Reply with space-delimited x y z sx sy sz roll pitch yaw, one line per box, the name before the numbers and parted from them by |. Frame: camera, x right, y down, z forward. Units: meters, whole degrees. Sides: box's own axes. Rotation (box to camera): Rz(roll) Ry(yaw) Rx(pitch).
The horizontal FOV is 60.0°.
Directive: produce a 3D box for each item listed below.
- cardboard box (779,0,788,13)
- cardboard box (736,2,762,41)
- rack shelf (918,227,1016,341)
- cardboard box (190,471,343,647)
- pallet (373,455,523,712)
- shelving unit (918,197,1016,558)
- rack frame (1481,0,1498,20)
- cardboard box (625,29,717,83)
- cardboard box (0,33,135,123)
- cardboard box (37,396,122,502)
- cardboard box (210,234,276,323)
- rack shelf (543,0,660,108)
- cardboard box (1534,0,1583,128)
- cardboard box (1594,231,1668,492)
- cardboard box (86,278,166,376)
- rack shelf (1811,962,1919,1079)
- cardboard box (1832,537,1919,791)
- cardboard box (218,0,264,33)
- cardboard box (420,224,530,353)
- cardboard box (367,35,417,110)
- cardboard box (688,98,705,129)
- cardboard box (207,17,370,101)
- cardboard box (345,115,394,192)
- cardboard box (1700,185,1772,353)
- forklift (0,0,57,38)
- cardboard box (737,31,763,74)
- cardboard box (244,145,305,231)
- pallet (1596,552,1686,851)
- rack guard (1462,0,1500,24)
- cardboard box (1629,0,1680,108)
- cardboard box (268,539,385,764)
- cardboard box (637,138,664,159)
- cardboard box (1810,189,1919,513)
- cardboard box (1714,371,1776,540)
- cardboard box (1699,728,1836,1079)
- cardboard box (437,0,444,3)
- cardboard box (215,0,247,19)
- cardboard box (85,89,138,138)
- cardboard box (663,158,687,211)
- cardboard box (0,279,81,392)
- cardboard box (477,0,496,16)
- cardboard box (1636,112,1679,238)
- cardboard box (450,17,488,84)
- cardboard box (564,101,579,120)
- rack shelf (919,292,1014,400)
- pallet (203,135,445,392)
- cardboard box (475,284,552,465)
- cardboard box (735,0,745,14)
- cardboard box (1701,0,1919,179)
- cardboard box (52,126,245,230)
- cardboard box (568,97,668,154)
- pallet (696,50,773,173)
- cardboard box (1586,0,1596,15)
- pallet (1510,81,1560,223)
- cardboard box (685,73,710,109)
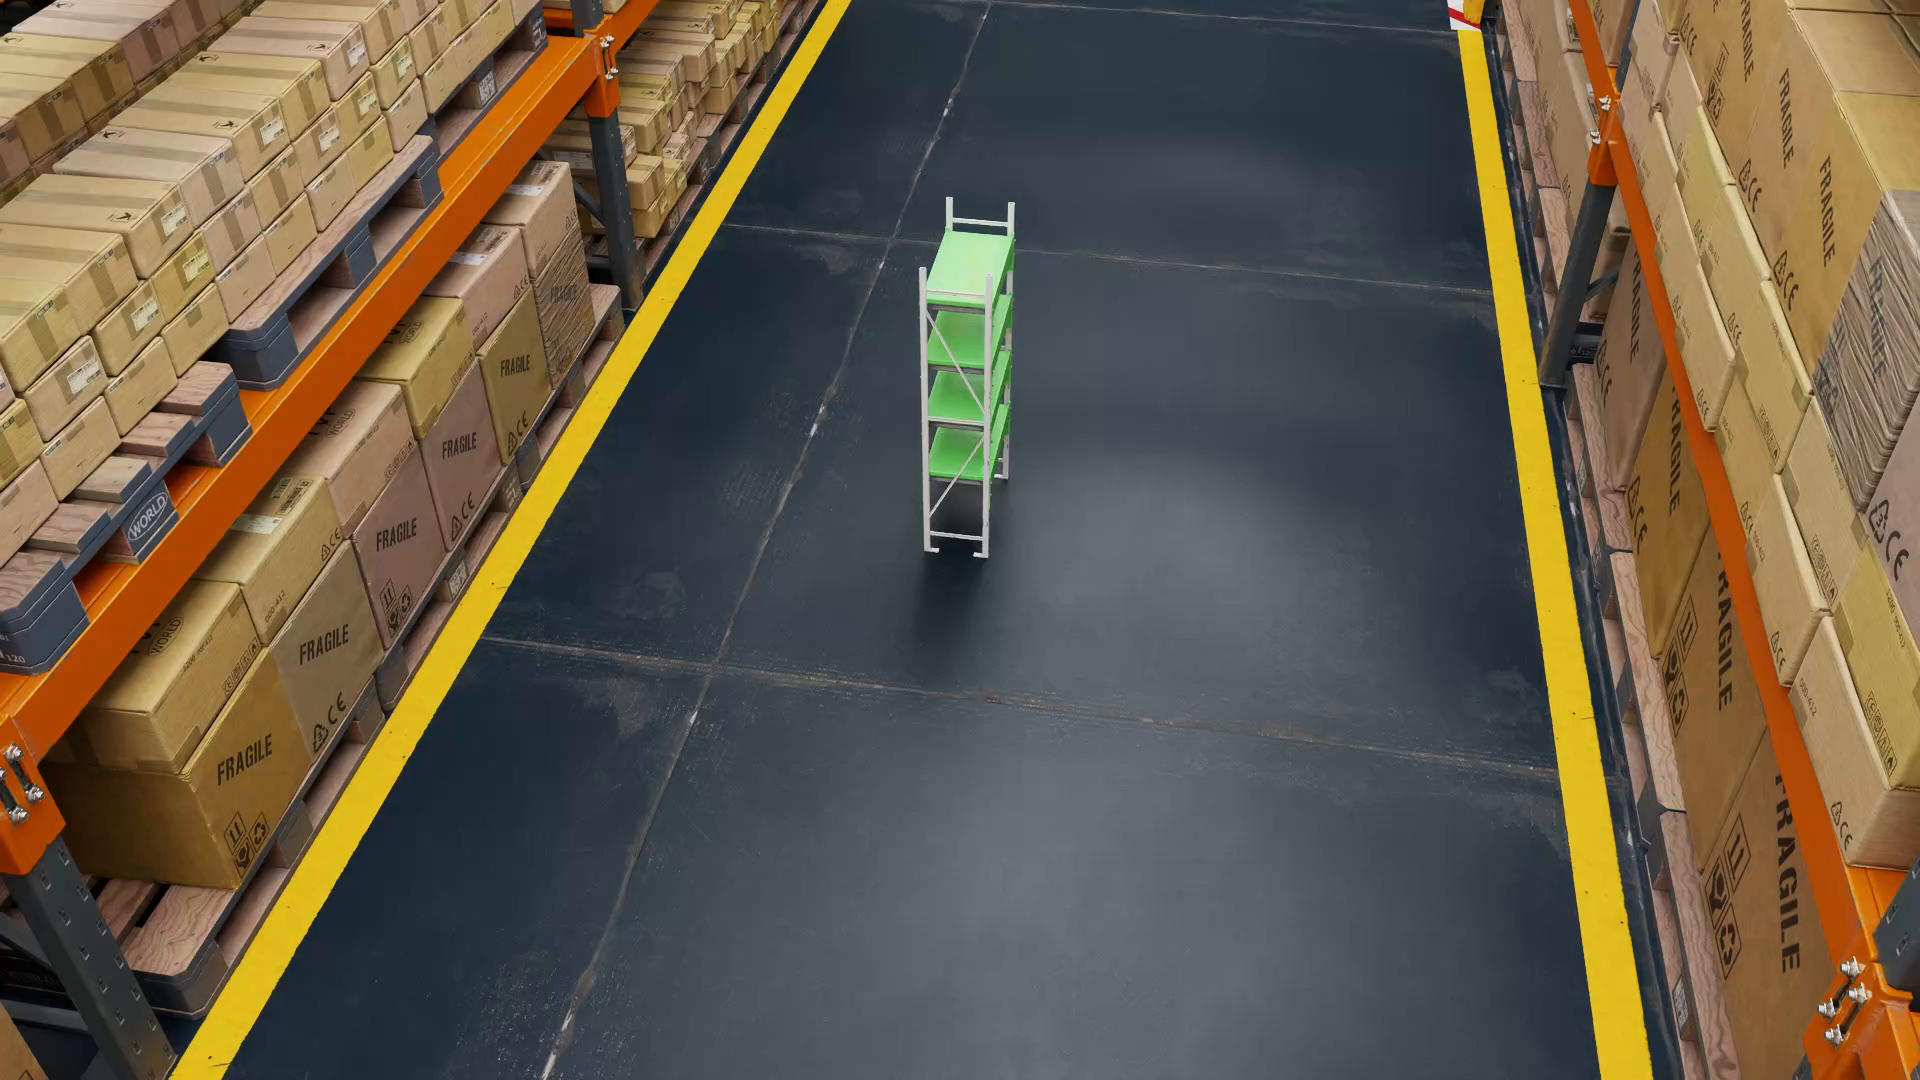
cardboard box | -1.210 -3.158 9.624 0.380 0.149 0.250 6 40 7
cardboard box | -1.287 -2.781 8.934 0.380 0.149 0.250 8 40 10
rack shelf | 0.029 -0.887 5.728 0.258 0.148 0.480 6 40 8
cardboard box | -2.188 0.032 4.901 0.500 0.250 0.500 6 40 7
pallet | -2.283 0.064 6.006 1.003 0.211 1.213 6 40 8
shelving unit | 0.029 -0.566 5.993 0.258 1.200 0.503 6 40 8
rack frame | 3.644 -4.295 9.091 1.000 3.000 0.127 6 40 8
cardboard box | -1.429 -2.400 8.240 0.380 0.149 0.250 7 40 9
cardboard box | -2.728 -1.384 4.970 0.380 0.149 0.250 8 40 9
cardboard box | -2.310 -0.249 4.064 0.380 0.149 0.250 8 40 10
cardboard box | -2.175 -0.755 4.677 0.380 0.149 0.250 8 40 9
rack shelf | -1.595 -3.245 8.385 1.077 0.370 4.000 6 40 8
cardboard box | 3.478 -2.469 8.563 0.875 0.438 0.875 7 40 9
cardboard box | 2.923 -0.730 6.116 0.875 0.875 0.875 8 40 9
cardboard box | -2.264 -0.556 4.202 0.380 0.149 0.250 5 40 6
rack shelf | 1.914 2.258 1.729 1.077 0.370 4.000 6 40 8
cardboard box | 2.093 0.259 3.308 0.500 0.250 0.500 6 40 8
cardboard box | -2.594 -1.762 5.661 0.380 0.149 0.250 5 40 6
cardboard box | -1.923 -0.938 6.074 0.500 0.250 0.500 8 40 10
cardboard box | -1.995 -1.519 5.367 0.380 0.149 0.250 4 40 5
cardboard box | -1.517 -2.189 8.452 0.380 0.149 0.250 5 40 6
cardboard box | -2.044 -1.470 5.075 0.380 0.149 0.250 5 40 6
cardboard box | -2.037 -1.243 5.267 0.380 0.149 0.250 8 40 10
cardboard box | 2.337 -0.713 4.483 0.500 0.250 0.500 5 40 6
forklift | -4.479 -2.486 6.957 1.130 2.935 3.031 8 40 9
cardboard box | -1.289 -2.666 9.028 0.380 0.149 0.250 7 40 9
cardboard box | -2.130 -1.026 4.771 0.380 0.149 0.250 6 40 7
pallet | 2.684 0.551 5.418 1.003 0.211 1.213 6 40 8
rack guard | 3.648 -3.347 9.905 1.175 0.500 0.348 6 40 8
cardboard box | 2.598 -1.674 5.647 0.500 0.250 0.500 5 40 6
cardboard box | -2.176 0.313 5.149 0.500 0.500 0.500 7 40 8
cardboard box | -1.608 -1.806 7.754 0.380 0.149 0.250 7 40 8
cardboard box | 2.172 -0.374 3.486 0.500 0.500 0.500 7 40 8
cardboard box | 2.268 -0.199 4.254 0.500 0.250 0.500 6 40 7
cardboard box | 2.461 0.958 4.075 0.875 0.875 0.875 6 40 7
cardboard box | -1.910 -1.957 5.664 0.380 0.149 0.250 5 40 6
cardboard box | -2.597 -1.872 5.561 0.380 0.149 0.250 6 40 7
cardboard box | -2.731 -1.268 5.064 0.380 0.149 0.250 6 40 7
cardboard box | -1.515 -1.690 7.848 0.380 0.149 0.250 8 40 9
cardboard box | -2.318 -0.489 3.888 0.380 0.149 0.250 5 40 6
cardboard box | -1.860 -2.010 5.961 0.380 0.149 0.250 7 40 8
cardboard box | 2.528 -1.155 5.410 0.500 0.250 0.500 5 40 7
cardboard box | -1.904 -1.742 5.870 0.380 0.149 0.250 6 40 8
cardboard box | -1.996 -2.165 8.189 0.380 0.149 0.250 7 40 8
rack shelf | 0.029 -0.702 5.881 0.258 0.148 0.480 6 40 8
pallet | -2.331 -0.930 5.171 1.003 0.211 1.213 6 40 8
cardboard box | -1.910 -0.651 6.316 0.500 0.500 0.500 6 40 7
cardboard box | -1.364 -2.898 8.842 0.380 0.149 0.250 5 40 6
cardboard box | 2.443 -1.327 4.638 0.500 0.500 0.500 5 40 7
cardboard box | -2.180 -0.978 4.480 0.380 0.149 0.250 8 40 10
cardboard box | -1.571 -1.919 7.658 0.380 0.149 0.250 8 40 10
pallet | -1.651 -2.386 8.970 1.003 0.211 1.213 6 40 8
cardboard box | 2.864 -2.466 6.800 0.500 0.500 0.500 5 40 7
pallet | 3.369 -1.946 8.439 1.003 0.211 1.213 6 40 8
cardboard box | -1.481 -2.302 8.354 0.380 0.149 0.250 8 40 10
